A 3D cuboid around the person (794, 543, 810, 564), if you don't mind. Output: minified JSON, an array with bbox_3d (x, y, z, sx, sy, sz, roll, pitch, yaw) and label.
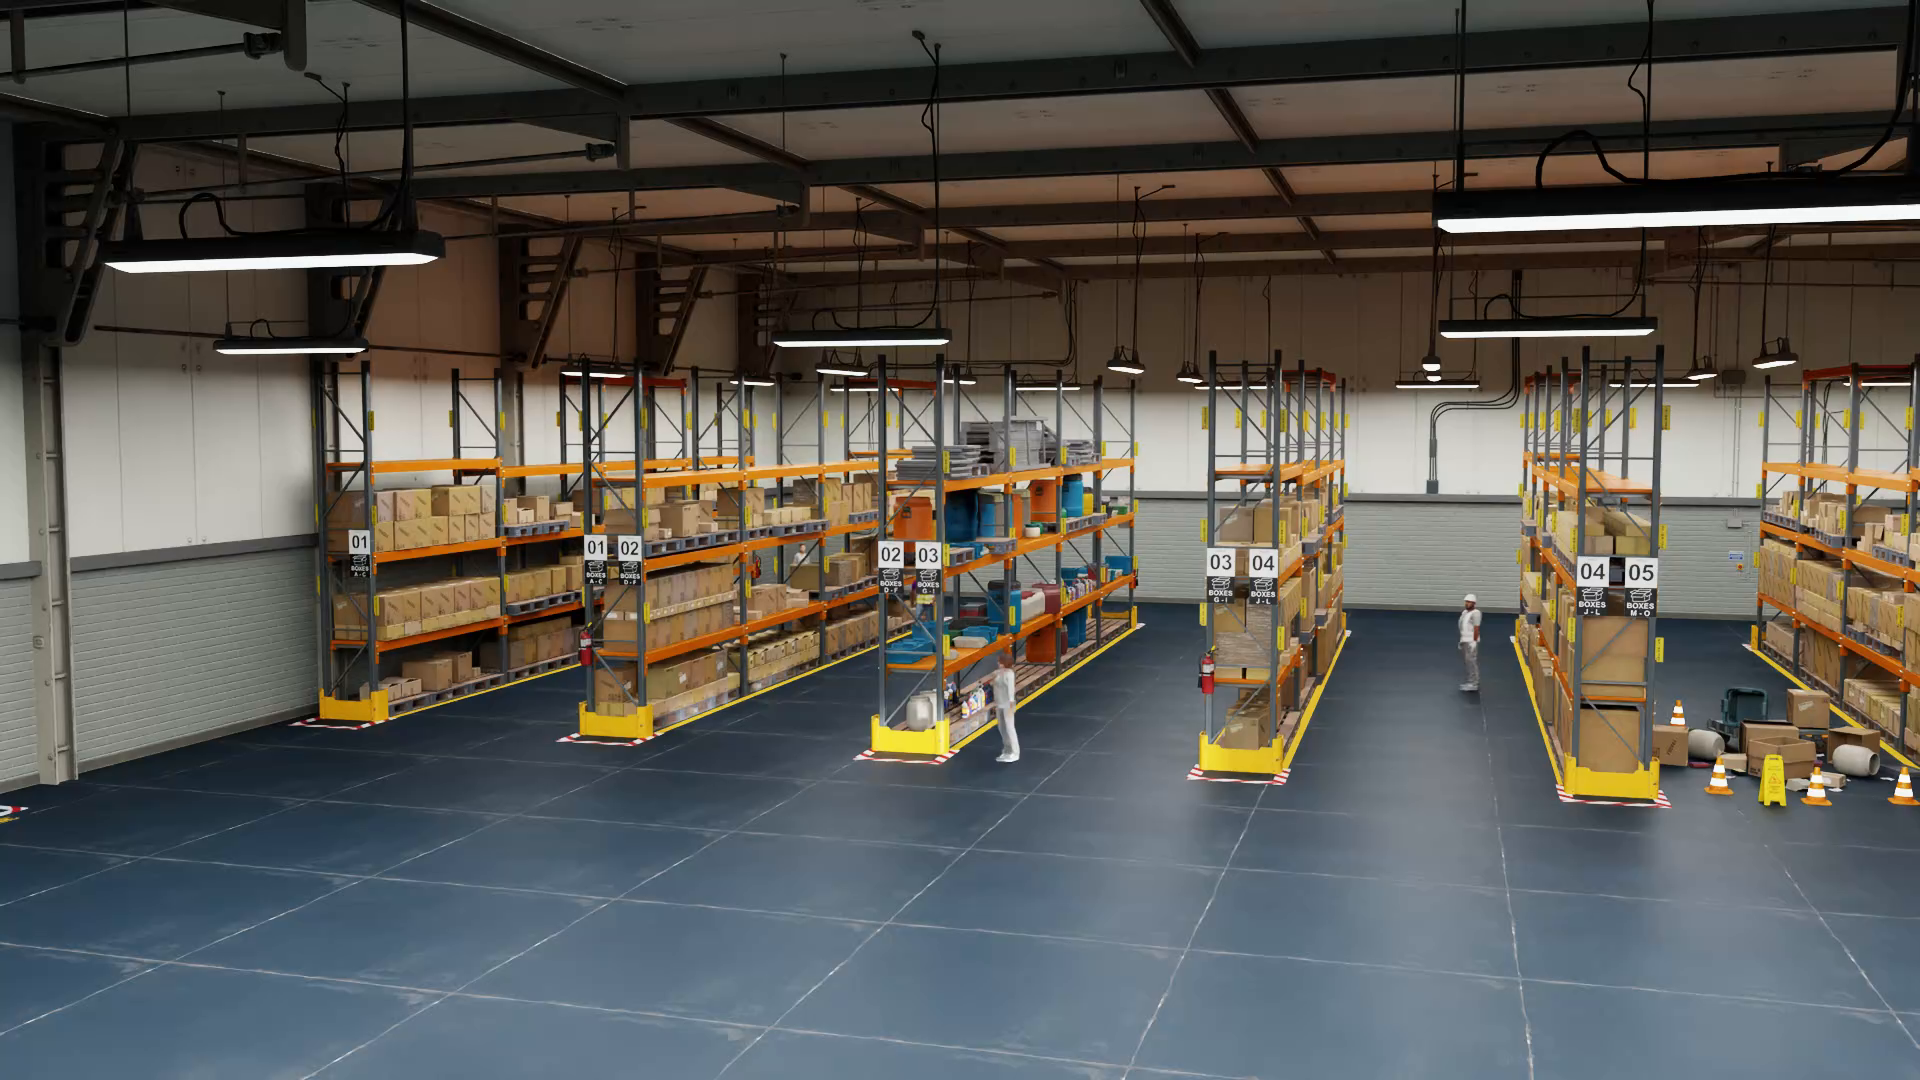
[{"bbox_3d":[-4.352,0.910,45.668,0.473,1.650,0.731,-1,4,-18],"label":"person"}]

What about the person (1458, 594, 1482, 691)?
[{"bbox_3d":[9.454,1.899,30.865,0.372,1.786,0.598,0,4,5],"label":"person"}]

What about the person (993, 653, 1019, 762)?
[{"bbox_3d":[0.684,2.469,24.426,0.372,1.631,0.545,-2,5,-27],"label":"person"}]

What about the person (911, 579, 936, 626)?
[{"bbox_3d":[-0.823,1.452,37.755,0.701,1.745,1.003,1,4,17],"label":"person"}]
